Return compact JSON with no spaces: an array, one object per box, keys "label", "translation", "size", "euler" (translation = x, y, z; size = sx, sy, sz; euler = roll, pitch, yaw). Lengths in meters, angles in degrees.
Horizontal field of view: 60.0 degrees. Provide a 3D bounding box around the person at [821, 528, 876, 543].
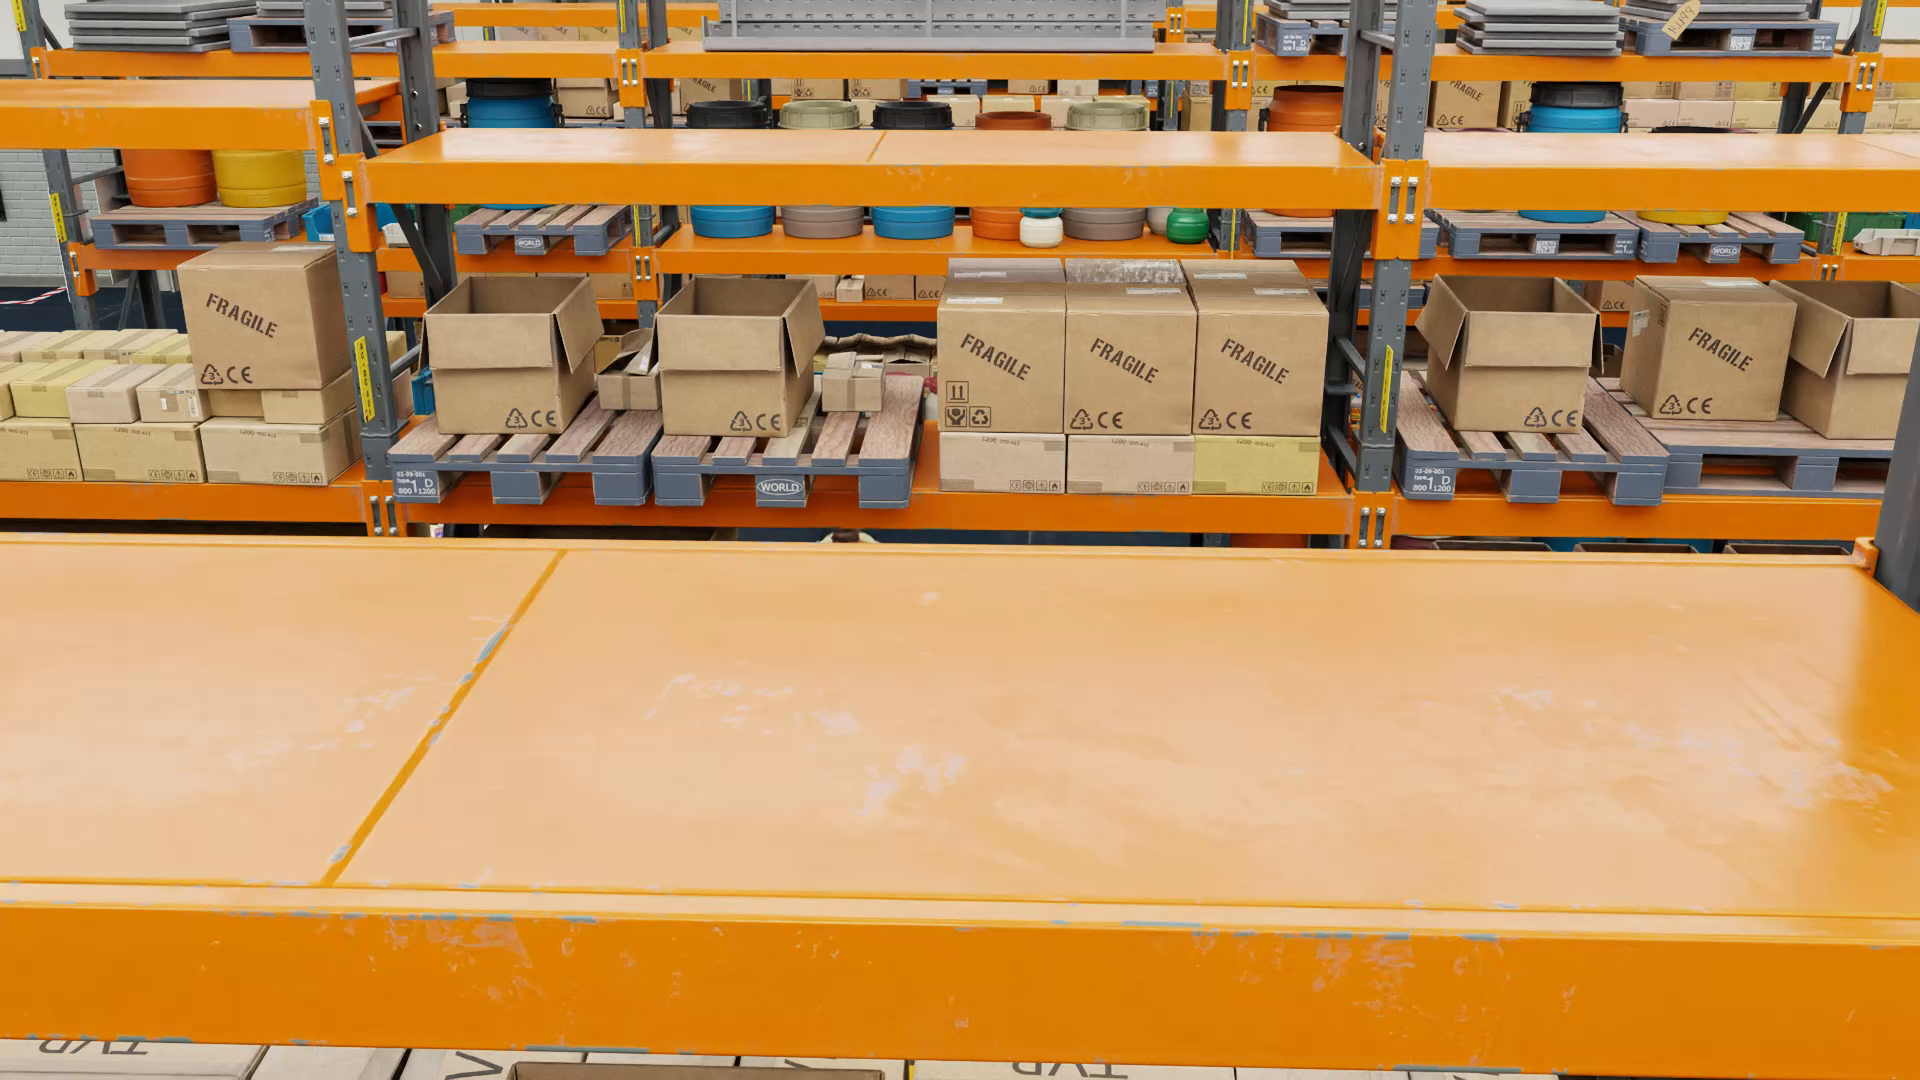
[{"label":"person","translation":[-0.737,0.398,11.217],"size":[0.511,1.275,0.696],"euler":[1,21,2]}]
